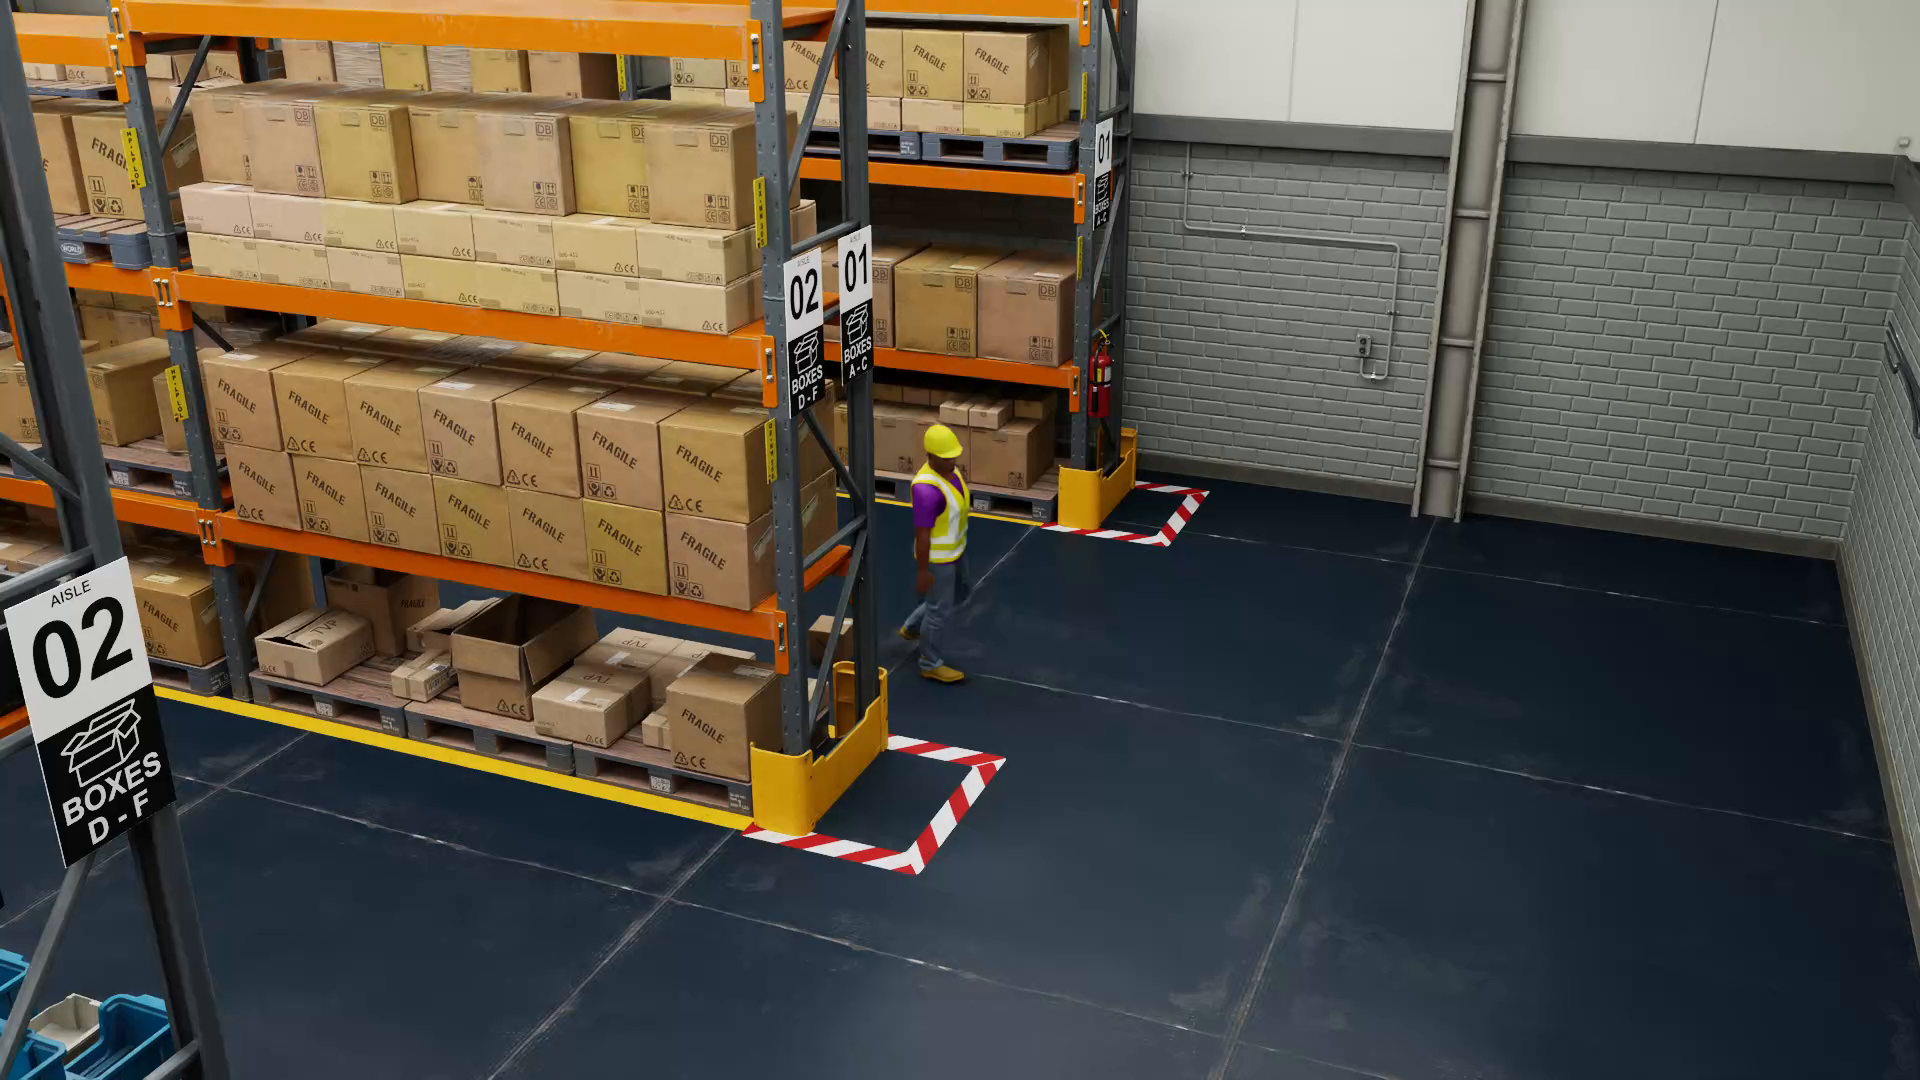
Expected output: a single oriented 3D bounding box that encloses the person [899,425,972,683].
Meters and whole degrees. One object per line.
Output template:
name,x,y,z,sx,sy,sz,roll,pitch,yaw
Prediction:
person,-0.189,0.058,10.742,0.515,1.767,0.746,5,23,13
